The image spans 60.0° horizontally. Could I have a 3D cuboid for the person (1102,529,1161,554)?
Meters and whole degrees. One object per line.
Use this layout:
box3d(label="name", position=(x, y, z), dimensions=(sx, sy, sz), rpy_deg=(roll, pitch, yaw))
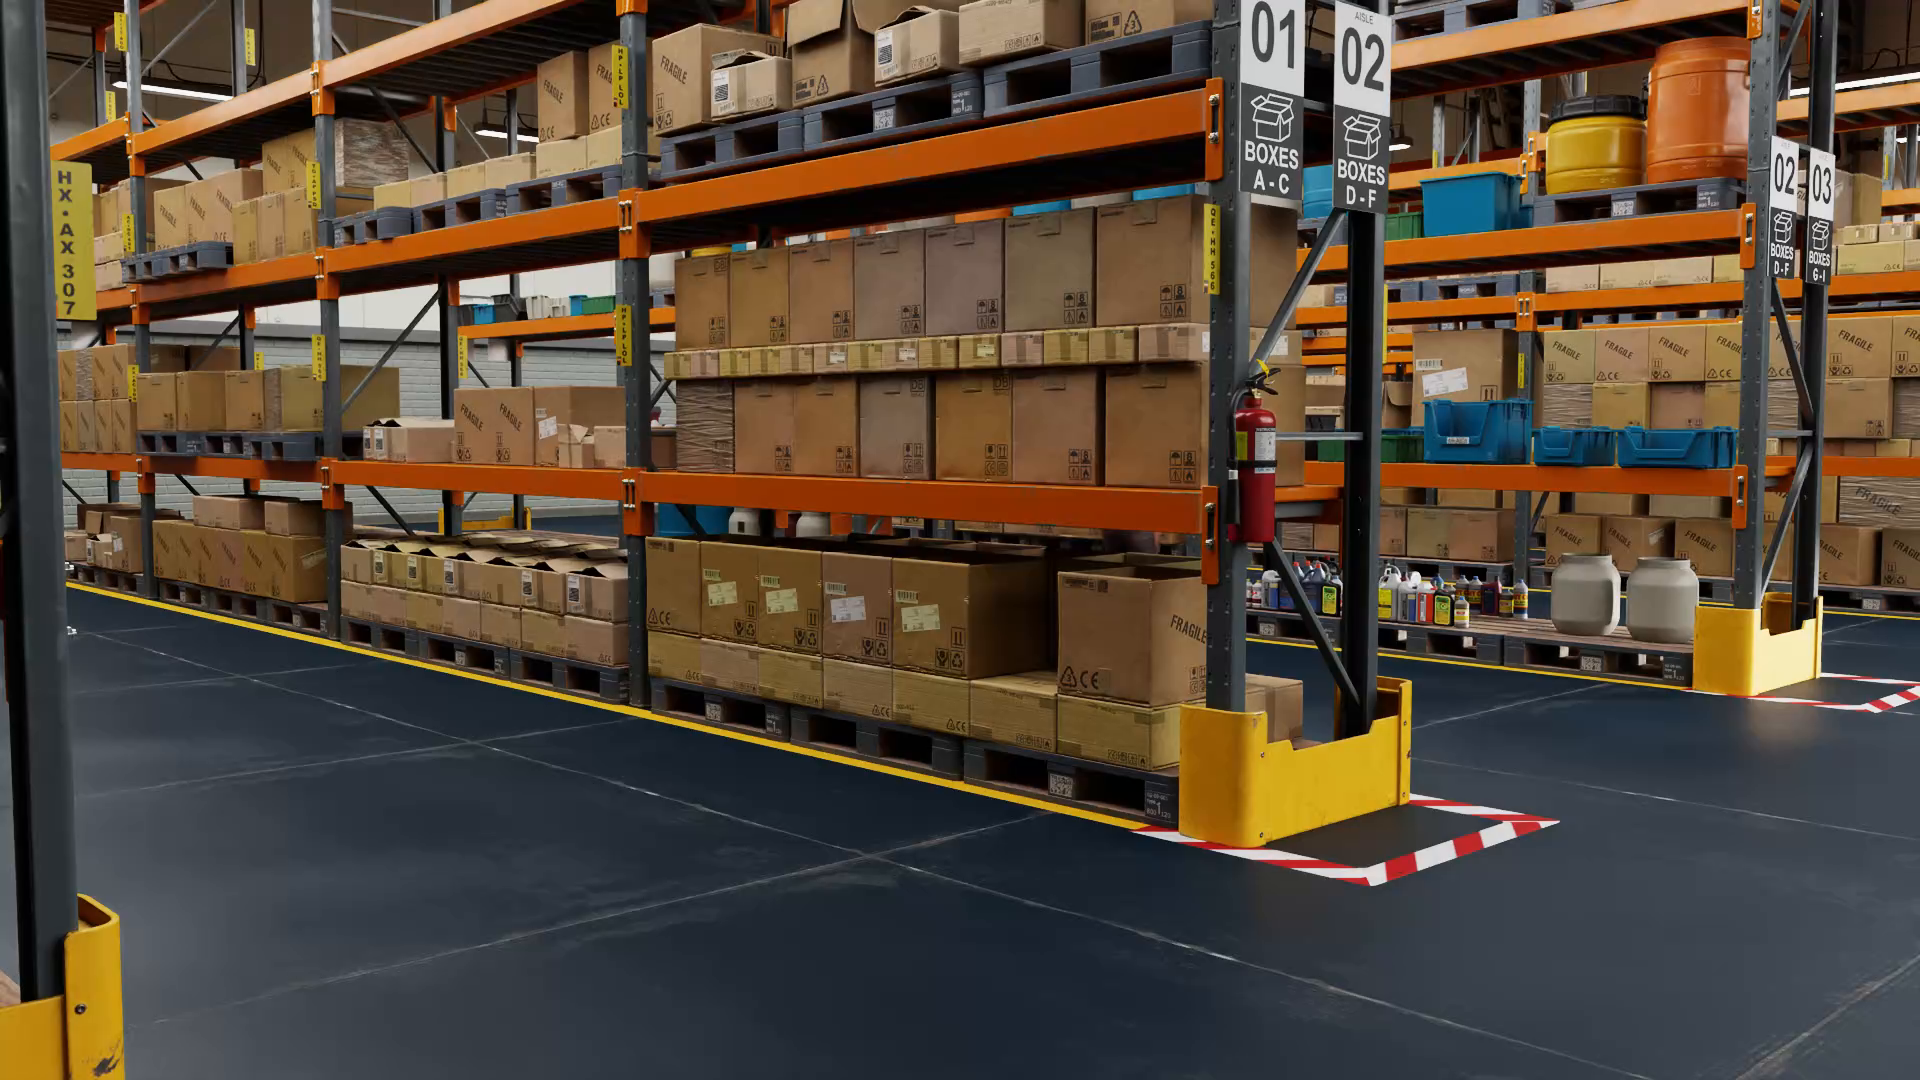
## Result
box3d(label="person", position=(1.136, -0.063, 11.097), dimensions=(0.358, 1.716, 0.531), rpy_deg=(-4, 5, -42))
